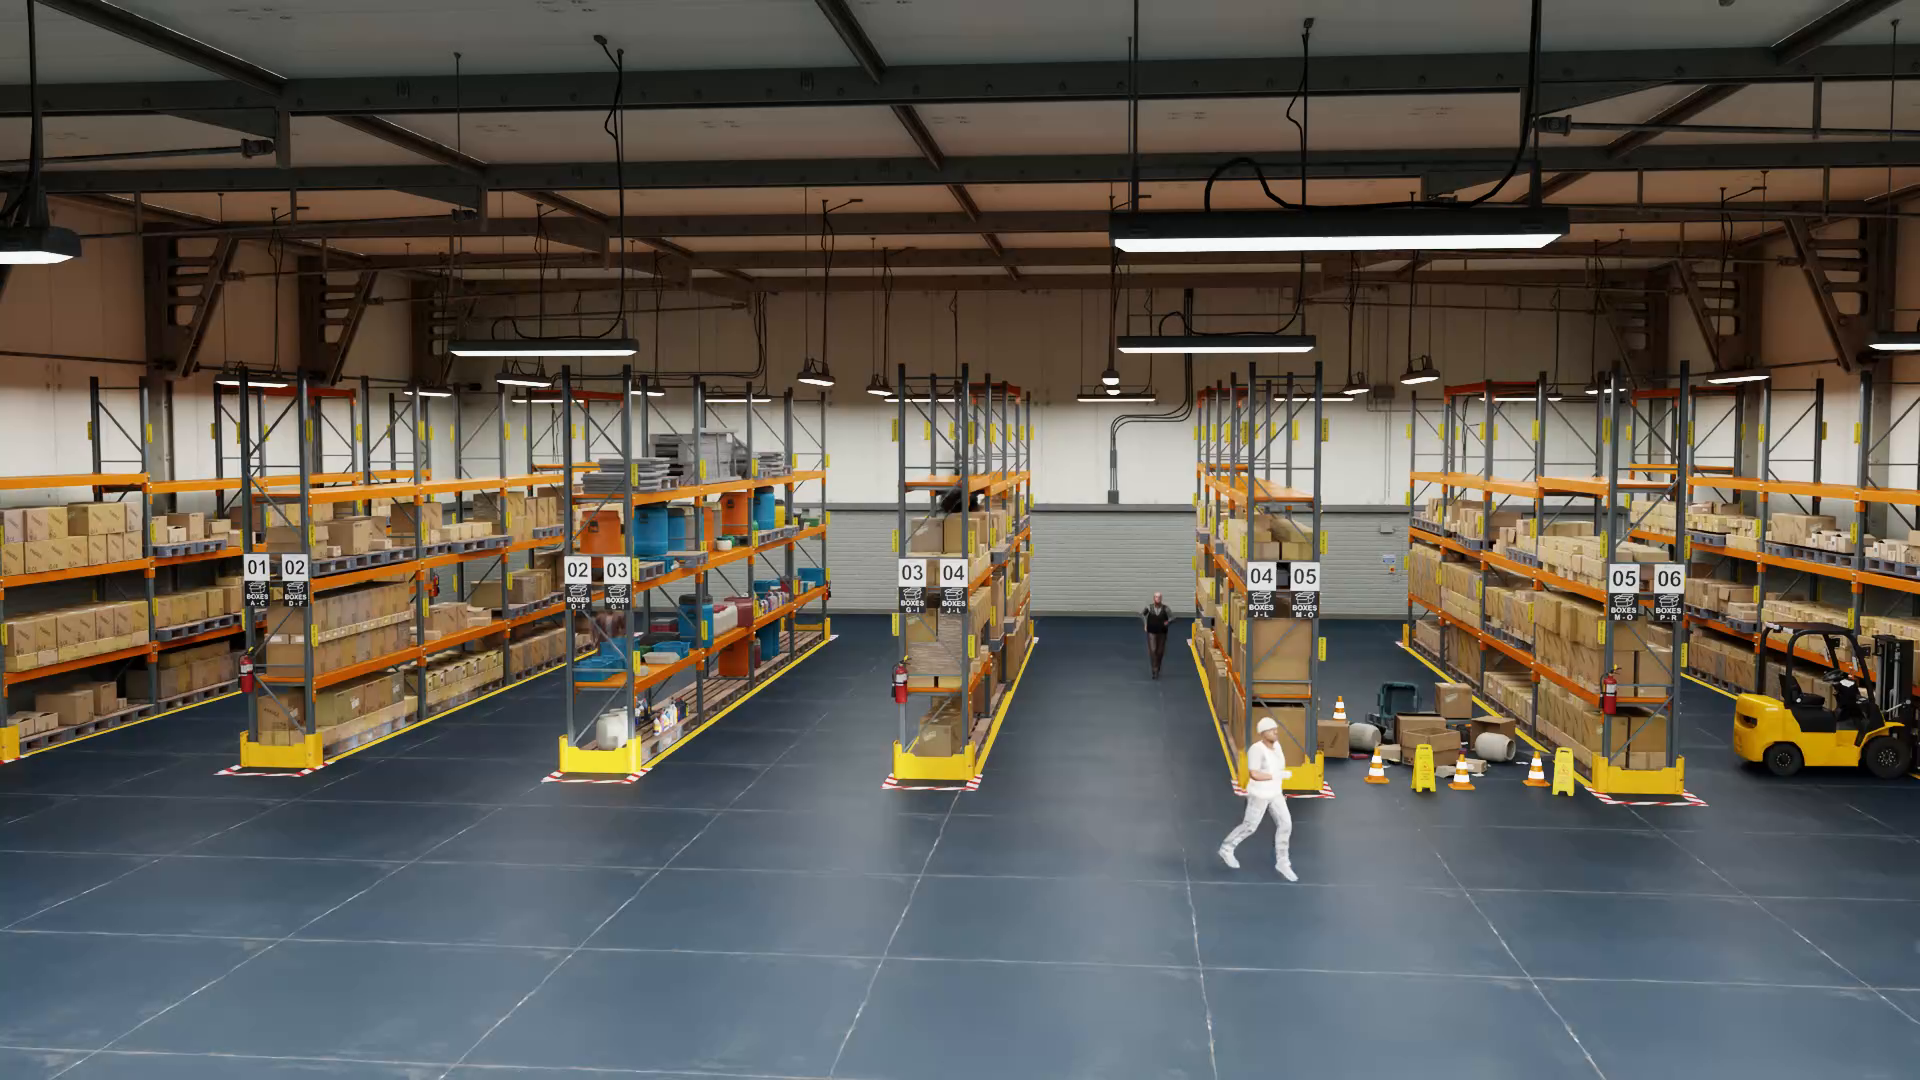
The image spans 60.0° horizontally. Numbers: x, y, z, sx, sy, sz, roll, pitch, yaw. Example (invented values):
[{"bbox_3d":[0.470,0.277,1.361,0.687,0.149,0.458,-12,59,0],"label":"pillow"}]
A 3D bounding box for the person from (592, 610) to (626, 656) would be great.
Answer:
[{"bbox_3d":[-6.848,2.056,32.513,0.710,1.733,0.637,0,4,-7],"label":"person"}]

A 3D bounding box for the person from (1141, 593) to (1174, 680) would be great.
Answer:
[{"bbox_3d":[4.056,1.944,34.176,0.661,1.730,0.957,0,4,2],"label":"person"}]

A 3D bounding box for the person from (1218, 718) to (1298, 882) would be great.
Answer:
[{"bbox_3d":[3.404,2.903,18.822,0.929,1.828,0.695,4,5,45],"label":"person"}]
